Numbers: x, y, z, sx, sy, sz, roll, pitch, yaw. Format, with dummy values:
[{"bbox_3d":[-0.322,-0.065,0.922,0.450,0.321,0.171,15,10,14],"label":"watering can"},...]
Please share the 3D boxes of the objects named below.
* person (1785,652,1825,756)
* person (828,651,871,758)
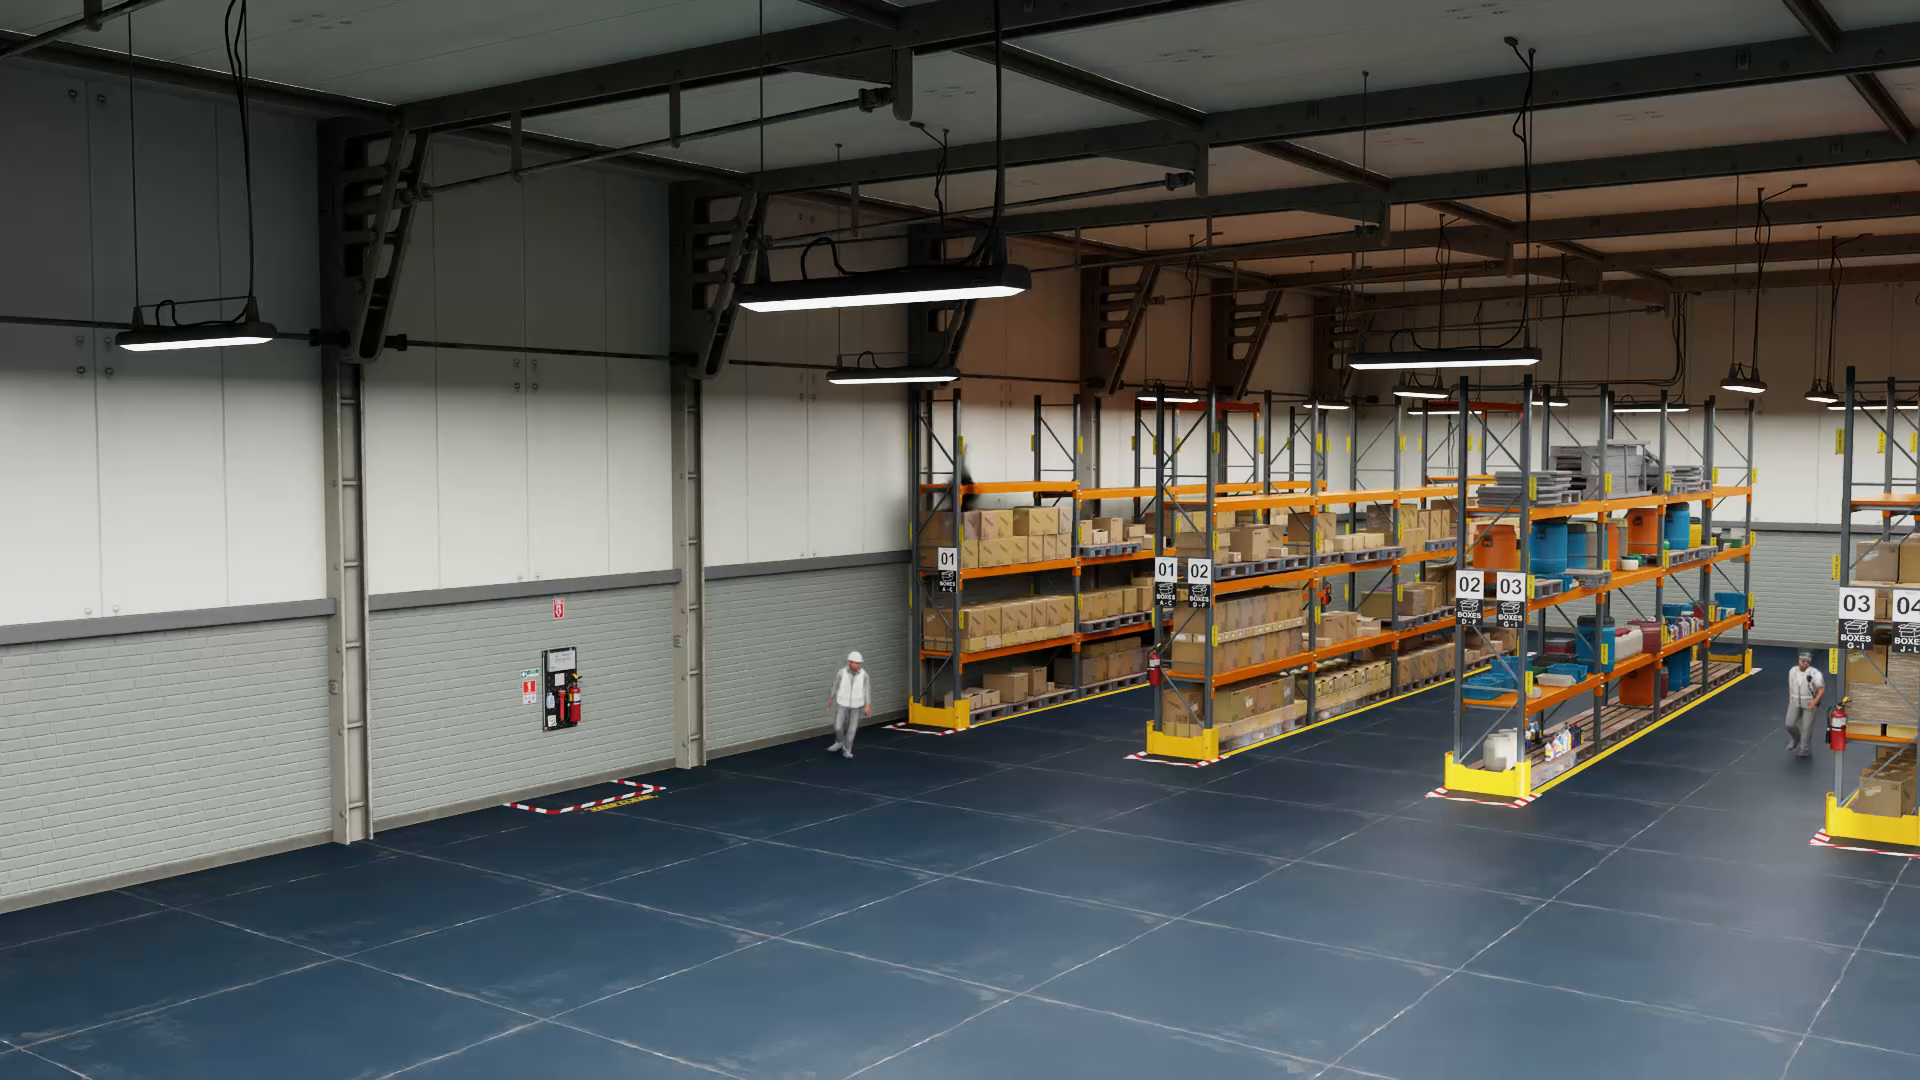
[{"bbox_3d":[13.483,2.628,26.600,0.678,1.702,0.791,3,5,44],"label":"person"},{"bbox_3d":[-1.769,2.628,26.576,0.691,1.735,0.600,0,3,-6],"label":"person"}]
